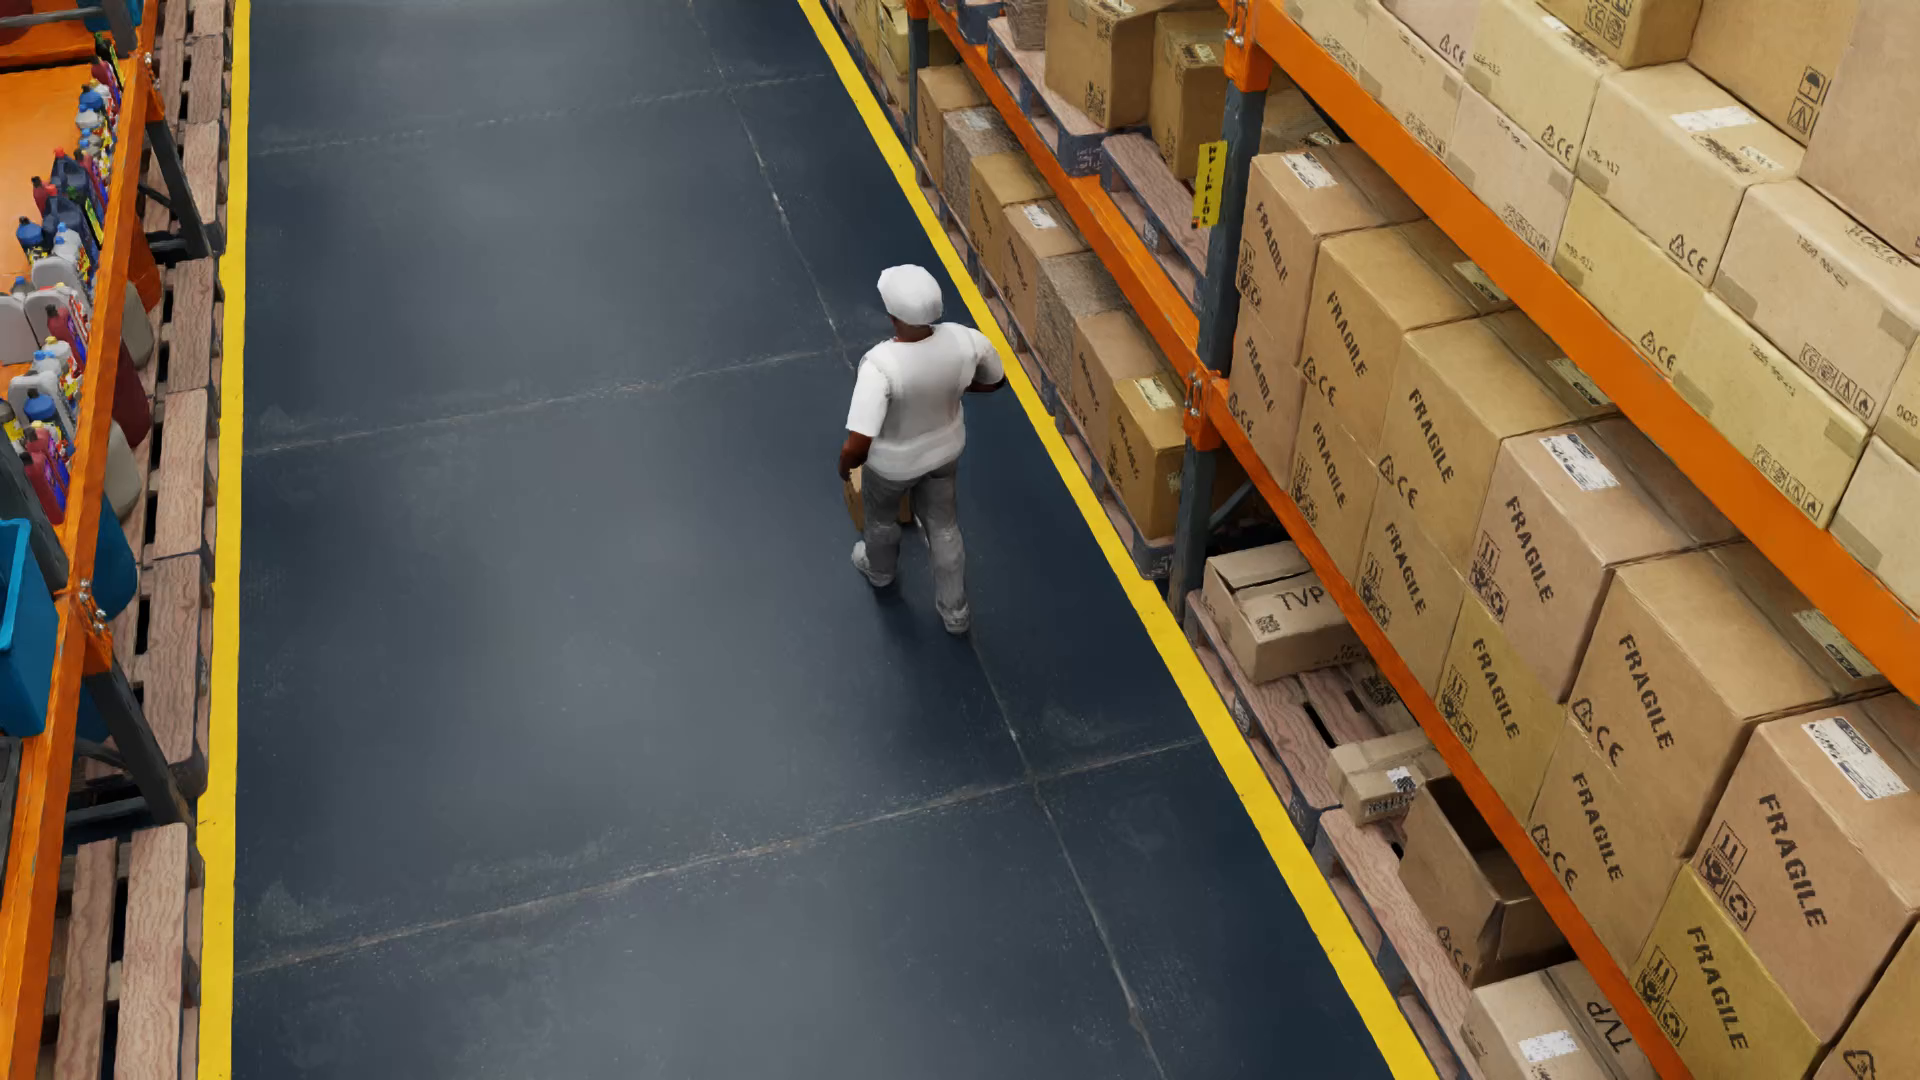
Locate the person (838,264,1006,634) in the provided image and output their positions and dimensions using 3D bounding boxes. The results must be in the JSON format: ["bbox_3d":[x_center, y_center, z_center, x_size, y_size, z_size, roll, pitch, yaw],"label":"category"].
[{"bbox_3d":[-0.239,-0.417,6.600,0.750,1.765,0.740,-20,46,-21],"label":"person"}]
